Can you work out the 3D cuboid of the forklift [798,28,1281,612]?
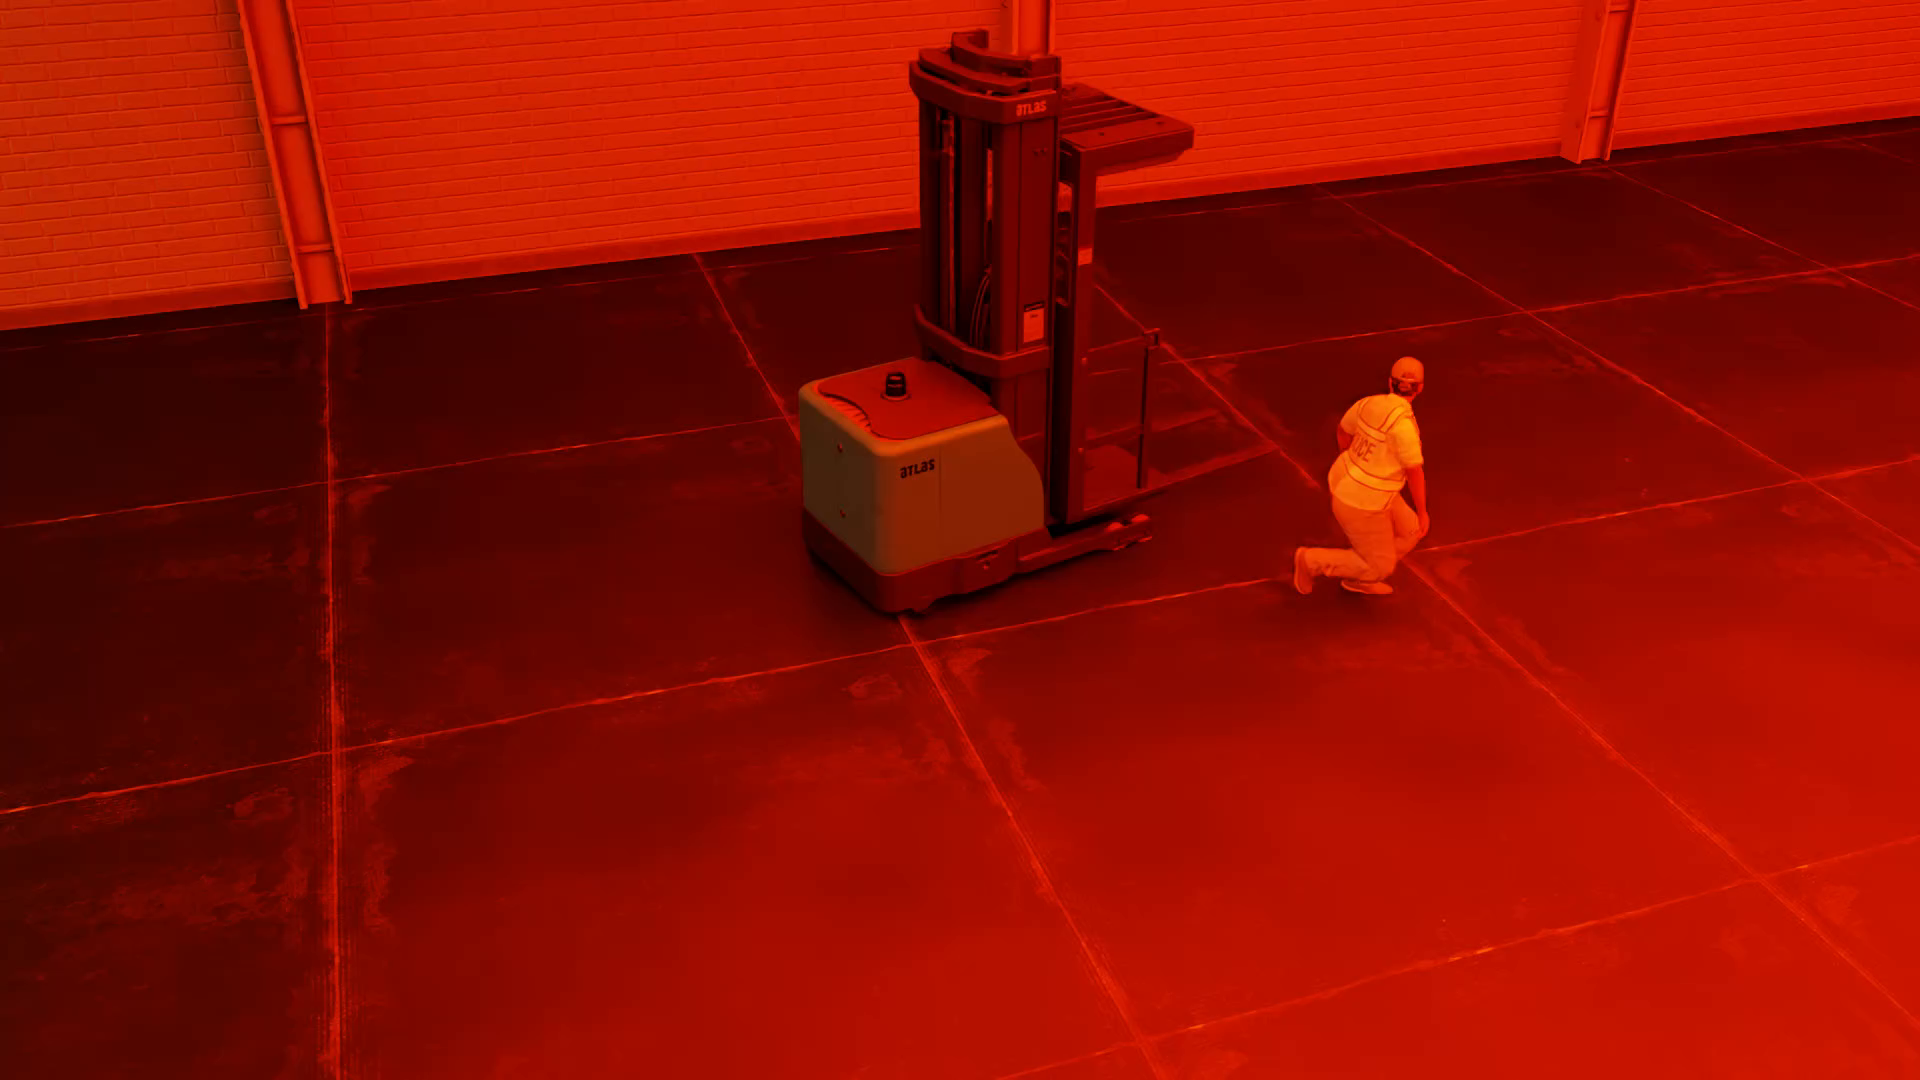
[{"bbox_3d":[0.592,-1.410,9.538,3.031,2.935,1.130,-17,34,-27],"label":"forklift"}]

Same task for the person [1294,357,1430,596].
[{"bbox_3d":[2.229,-0.316,9.164,0.683,1.452,0.633,3,30,6],"label":"person"}]
